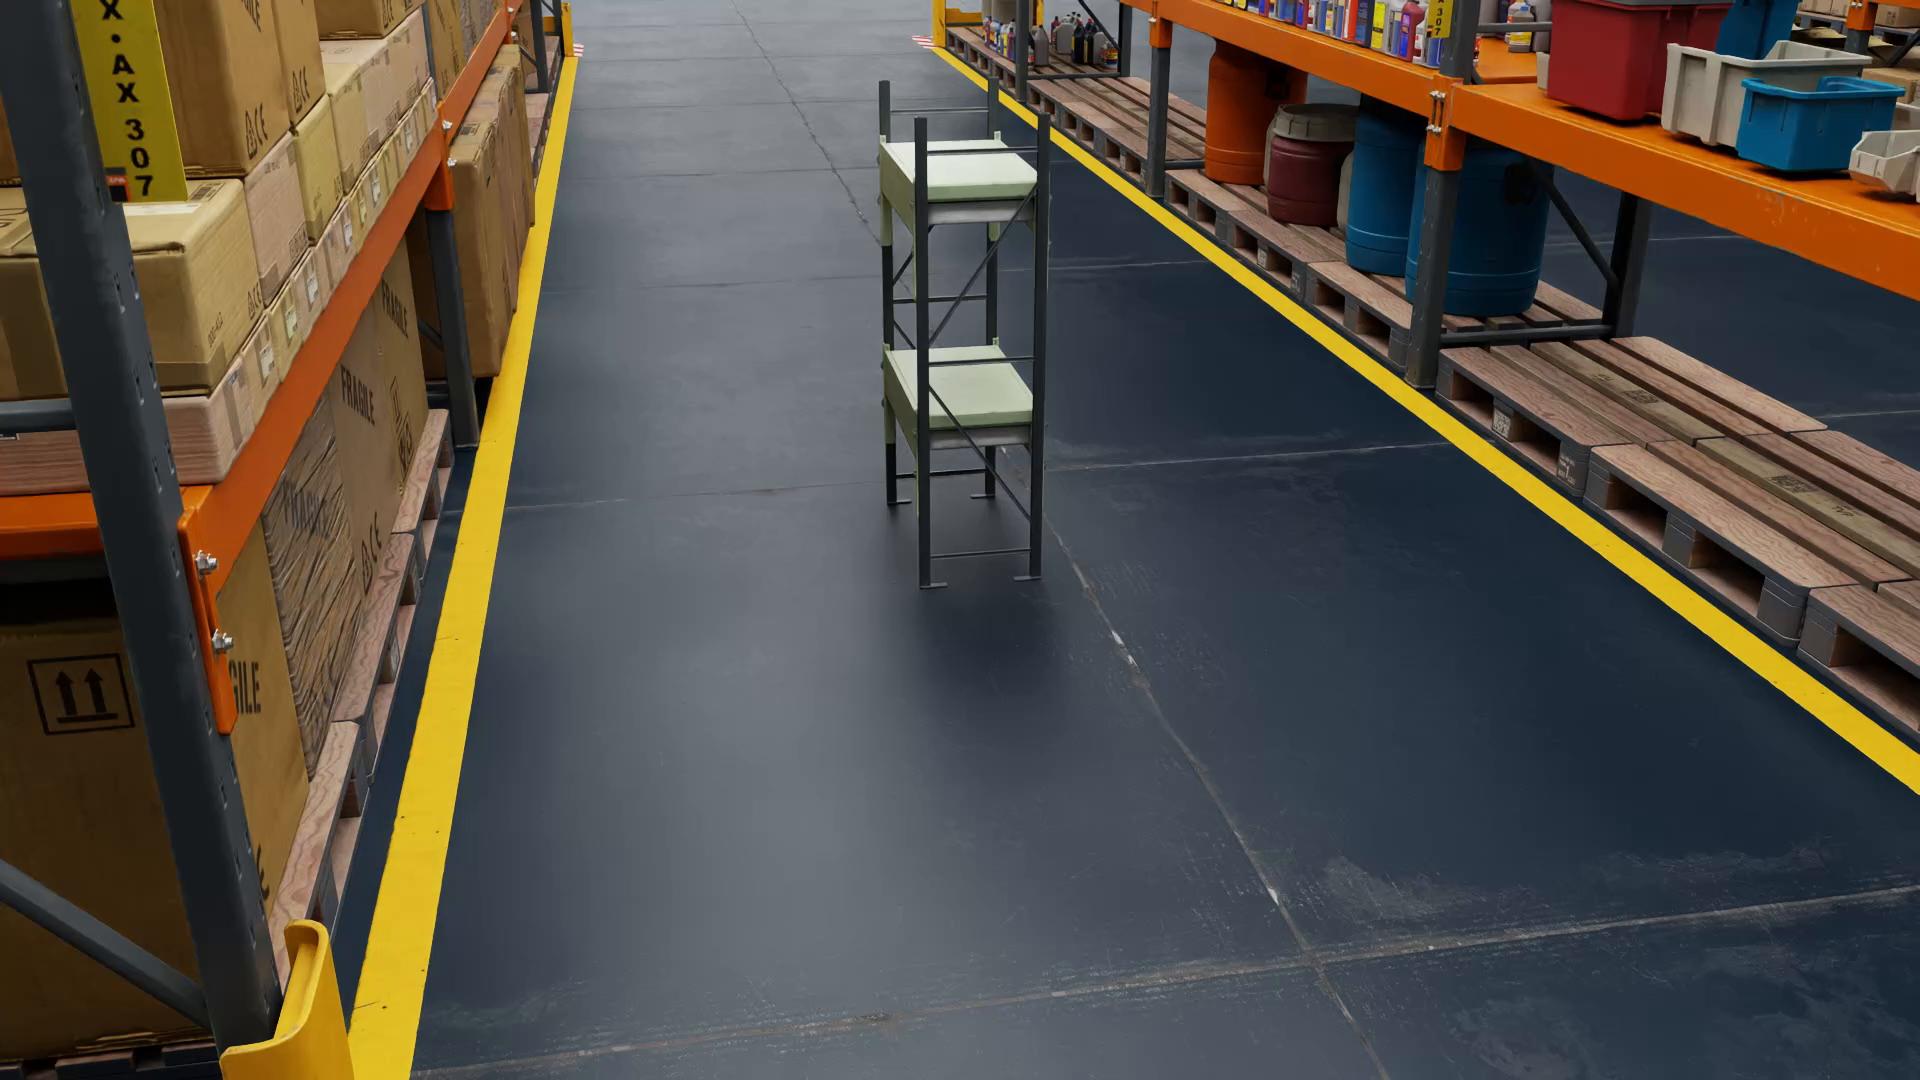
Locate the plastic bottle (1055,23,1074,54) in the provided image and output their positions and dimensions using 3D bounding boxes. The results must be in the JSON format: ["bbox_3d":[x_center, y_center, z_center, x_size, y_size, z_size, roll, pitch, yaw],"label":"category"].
[{"bbox_3d":[0.987,-4.754,15.740,0.152,0.276,0.135,-4,24,-10],"label":"plastic bottle"}]

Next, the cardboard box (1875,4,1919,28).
[{"bbox_3d":[10.211,-5.799,17.854,0.700,0.500,0.500,-6,24,-13],"label":"cardboard box"}]

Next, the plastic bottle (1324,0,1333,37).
[{"bbox_3d":[1.838,-2.564,8.120,0.097,0.201,0.097,0,24,0],"label":"plastic bottle"}]

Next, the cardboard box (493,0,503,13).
[{"bbox_3d":[-2.810,-3.162,9.117,0.500,0.500,0.500,-4,24,-8],"label":"cardboard box"}]

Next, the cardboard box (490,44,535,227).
[{"bbox_3d":[-3.038,-2.238,9.255,1.225,0.875,0.875,-5,24,-12],"label":"cardboard box"}]

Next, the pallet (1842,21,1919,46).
[{"bbox_3d":[10.331,-5.429,17.918,1.003,0.211,1.213,-4,24,-10],"label":"pallet"}]

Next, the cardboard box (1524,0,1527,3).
[{"bbox_3d":[5.470,-5.237,15.966,0.500,0.500,0.500,-4,24,-10],"label":"cardboard box"}]

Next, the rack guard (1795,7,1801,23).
[{"bbox_3d":[9.994,-6.363,19.694,1.175,0.500,0.348,-4,24,-10],"label":"rack guard"}]

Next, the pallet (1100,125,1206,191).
[{"bbox_3d":[1.618,-2.688,11.641,1.003,0.211,1.213,-4,24,-10],"label":"pallet"}]

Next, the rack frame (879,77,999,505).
[{"bbox_3d":[-0.069,-0.834,5.785,0.400,1.500,0.023,-4,24,-10],"label":"rack frame"}]

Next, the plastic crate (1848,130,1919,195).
[{"bbox_3d":[2.686,-1.064,4.692,0.298,0.136,0.250,-4,24,-10],"label":"plastic crate"}]

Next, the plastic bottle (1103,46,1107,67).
[{"bbox_3d":[1.336,-4.349,14.906,0.097,0.201,0.097,0,24,0],"label":"plastic bottle"}]

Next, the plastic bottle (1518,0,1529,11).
[{"bbox_3d":[2.671,-2.434,7.824,0.097,0.201,0.097,0,24,0],"label":"plastic bottle"}]

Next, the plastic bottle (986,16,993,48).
[{"bbox_3d":[0.296,-4.935,16.146,0.061,0.283,0.133,-4,24,-9],"label":"plastic bottle"}]

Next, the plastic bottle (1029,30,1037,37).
[{"bbox_3d":[0.686,-4.513,15.190,0.152,0.276,0.135,-4,24,-10],"label":"plastic bottle"}]

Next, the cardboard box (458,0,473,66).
[{"bbox_3d":[-2.430,-2.358,7.277,0.500,0.500,0.500,-5,24,-11],"label":"cardboard box"}]

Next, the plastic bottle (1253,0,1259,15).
[{"bbox_3d":[1.651,-2.994,9.018,0.097,0.271,0.097,0,24,0],"label":"plastic bottle"}]

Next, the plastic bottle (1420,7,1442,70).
[{"bbox_3d":[2.072,-2.159,7.101,0.152,0.276,0.135,-4,24,-10],"label":"plastic bottle"}]

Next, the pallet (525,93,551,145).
[{"bbox_3d":[-3.739,-3.281,12.999,1.003,0.211,1.213,-4,24,-10],"label":"pallet"}]

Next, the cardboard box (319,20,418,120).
[{"bbox_3d":[-1.967,-1.428,5.089,0.500,0.250,0.500,-4,24,-8],"label":"cardboard box"}]

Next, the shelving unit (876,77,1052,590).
[{"bbox_3d":[-0.001,-0.690,5.456,0.431,1.500,0.755,-4,24,-10],"label":"shelving unit"}]

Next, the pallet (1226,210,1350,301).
[{"bbox_3d":[2.132,-1.595,9.137,1.003,0.211,1.213,-4,24,-10],"label":"pallet"}]

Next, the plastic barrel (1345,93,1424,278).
[{"bbox_3d":[2.248,-1.810,8.243,0.600,0.901,0.708,-4,24,-10],"label":"plastic barrel"}]

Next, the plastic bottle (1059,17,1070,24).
[{"bbox_3d":[1.034,-4.967,16.229,0.152,0.276,0.135,-4,24,-9],"label":"plastic bottle"}]

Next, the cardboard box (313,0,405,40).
[{"bbox_3d":[-1.969,-1.771,4.937,0.500,0.500,0.500,-4,24,-9],"label":"cardboard box"}]

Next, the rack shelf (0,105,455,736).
[{"bbox_3d":[-2.035,-0.602,4.280,1.077,0.370,4.000,-4,24,-10],"label":"rack shelf"}]

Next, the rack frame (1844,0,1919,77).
[{"bbox_3d":[6.591,-4.023,11.215,1.000,3.000,0.127,-4,24,-10],"label":"rack frame"}]

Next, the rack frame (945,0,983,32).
[{"bbox_3d":[0.243,-6.805,17.583,1.000,3.000,0.127,-4,24,-10],"label":"rack frame"}]

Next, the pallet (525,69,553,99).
[{"bbox_3d":[-4.043,-3.849,14.299,1.003,0.211,1.213,-4,24,-10],"label":"pallet"}]

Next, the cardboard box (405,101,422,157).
[{"bbox_3d":[-1.932,-1.305,5.305,0.380,0.149,0.250,-5,24,-11],"label":"cardboard box"}]

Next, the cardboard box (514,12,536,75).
[{"bbox_3d":[-4.032,-4.297,14.440,0.500,0.500,0.500,3,24,7],"label":"cardboard box"}]

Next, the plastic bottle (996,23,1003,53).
[{"bbox_3d":[0.392,-4.766,15.774,0.097,0.271,0.097,0,24,0],"label":"plastic bottle"}]

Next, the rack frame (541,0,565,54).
[{"bbox_3d":[-4.624,-6.438,16.744,1.000,3.000,0.127,-4,24,-10],"label":"rack frame"}]

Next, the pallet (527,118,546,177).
[{"bbox_3d":[-3.510,-2.800,11.898,1.003,0.211,1.213,-4,24,-10],"label":"pallet"}]

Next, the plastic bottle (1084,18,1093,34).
[{"bbox_3d":[1.207,-4.642,15.390,0.144,0.351,0.185,-5,24,-12],"label":"plastic bottle"}]

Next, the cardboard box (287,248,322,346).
[{"bbox_3d":[-1.553,-0.498,3.456,0.380,0.149,0.250,-5,24,-11],"label":"cardboard box"}]

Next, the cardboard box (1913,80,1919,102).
[{"bbox_3d":[6.497,-2.674,10.698,0.500,0.500,0.500,-5,24,-12],"label":"cardboard box"}]

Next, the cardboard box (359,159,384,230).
[{"bbox_3d":[-1.743,-0.902,4.381,0.380,0.149,0.250,-4,24,-9],"label":"cardboard box"}]

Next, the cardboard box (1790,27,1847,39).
[{"bbox_3d":[6.586,-3.847,13.021,0.500,0.311,0.500,-5,24,-11],"label":"cardboard box"}]

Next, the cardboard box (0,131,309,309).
[{"bbox_3d":[-1.591,-0.625,3.250,0.500,0.250,0.500,-5,24,-10],"label":"cardboard box"}]

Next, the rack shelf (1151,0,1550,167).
[{"bbox_3d":[2.093,-2.542,8.721,1.077,0.370,4.000,-4,24,-10],"label":"rack shelf"}]

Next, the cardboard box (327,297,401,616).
[{"bbox_3d":[-2.195,-0.318,4.860,0.875,0.875,0.875,-4,24,-10],"label":"cardboard box"}]

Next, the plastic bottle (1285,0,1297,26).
[{"bbox_3d":[1.767,-2.833,8.550,0.144,0.351,0.185,-4,24,-10],"label":"plastic bottle"}]

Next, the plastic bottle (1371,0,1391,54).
[{"bbox_3d":[1.971,-2.400,7.558,0.144,0.351,0.185,-4,24,-10],"label":"plastic bottle"}]

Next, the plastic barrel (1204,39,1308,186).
[{"bbox_3d":[1.830,-2.665,10.291,0.600,0.830,0.708,-4,24,-10],"label":"plastic barrel"}]

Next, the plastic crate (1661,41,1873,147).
[{"bbox_3d":[2.564,-1.444,5.381,0.437,0.282,0.530,-4,24,-10],"label":"plastic crate"}]

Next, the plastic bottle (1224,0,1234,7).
[{"bbox_3d":[1.551,-3.173,9.412,0.061,0.283,0.133,-4,24,-10],"label":"plastic bottle"}]

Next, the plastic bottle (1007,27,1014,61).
[{"bbox_3d":[0.474,-4.557,15.280,0.061,0.283,0.133,-3,24,-6],"label":"plastic bottle"}]
